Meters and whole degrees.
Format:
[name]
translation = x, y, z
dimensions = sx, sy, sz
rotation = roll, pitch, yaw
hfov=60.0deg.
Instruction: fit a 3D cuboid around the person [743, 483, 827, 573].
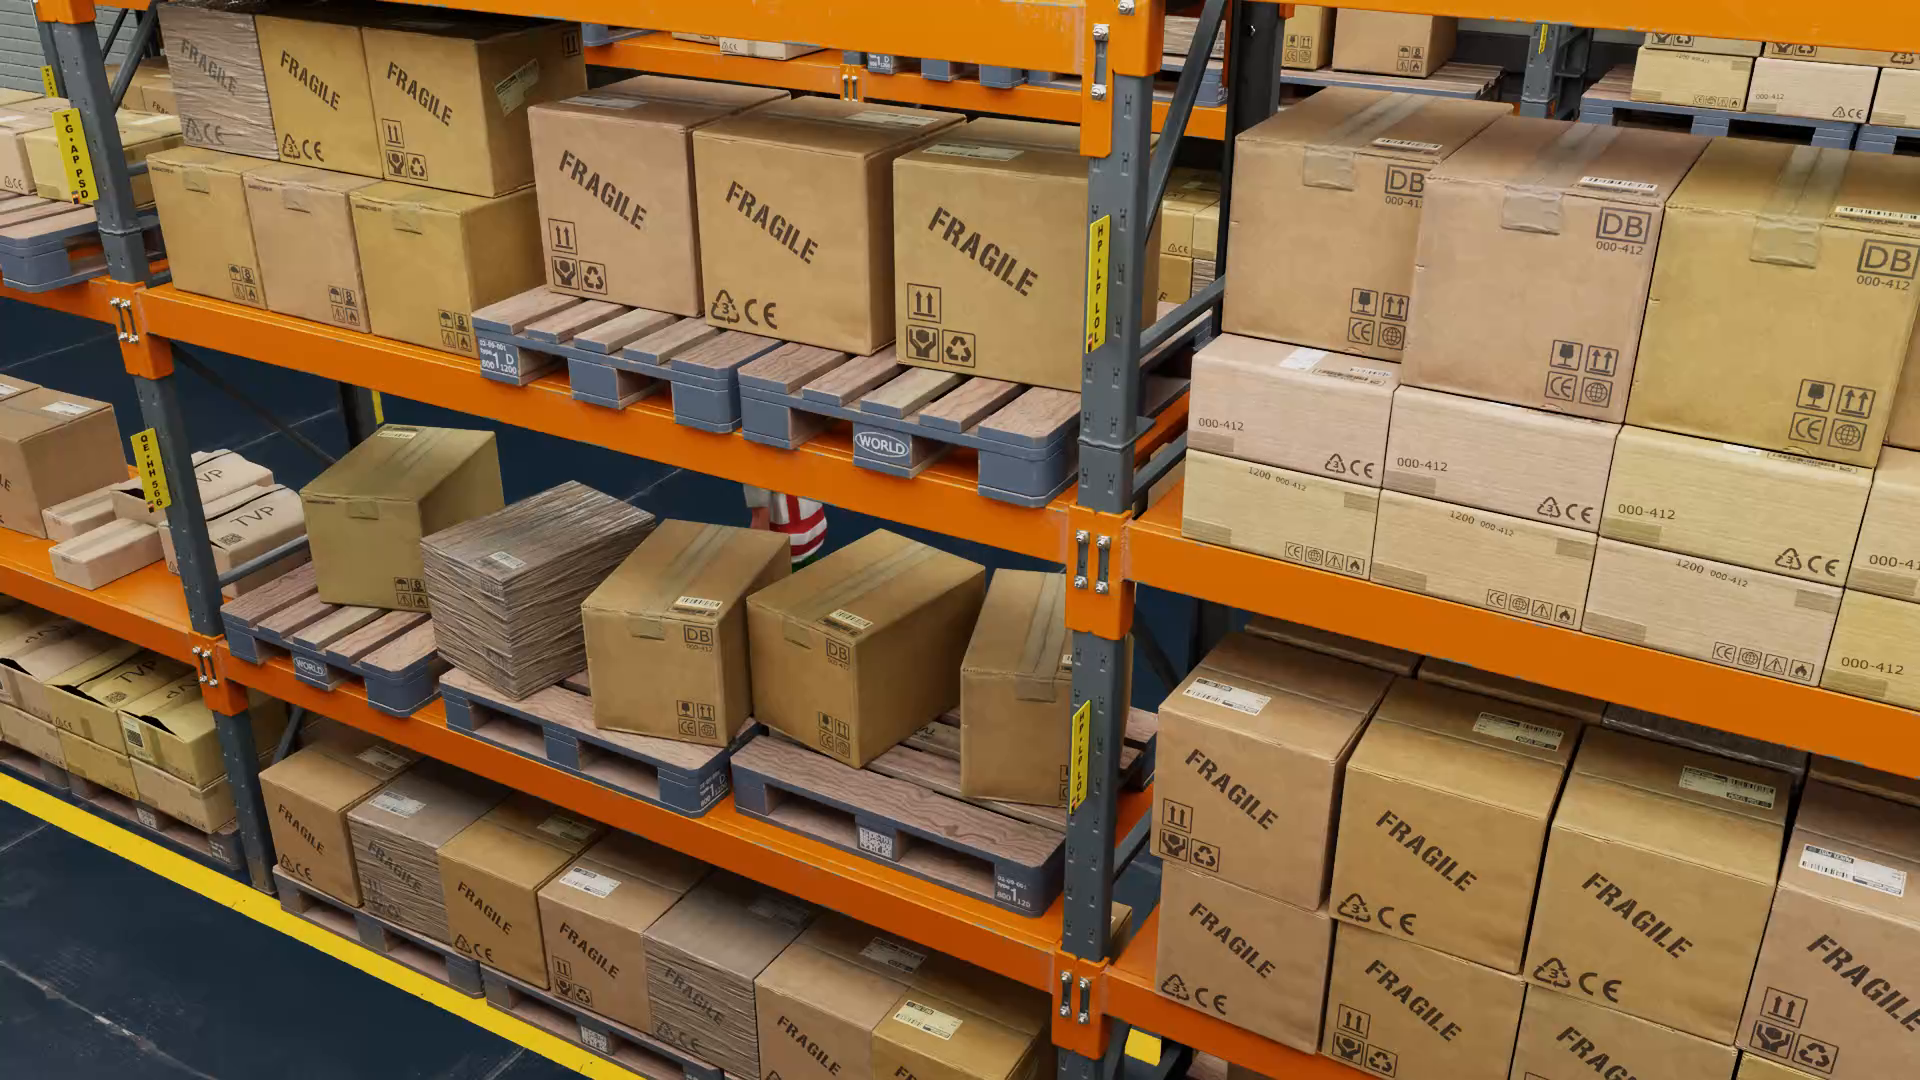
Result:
[person]
translation = -0.925, 0.021, 8.554
dimensions = 0.454, 1.779, 0.620
rotation = 13, 29, 25
